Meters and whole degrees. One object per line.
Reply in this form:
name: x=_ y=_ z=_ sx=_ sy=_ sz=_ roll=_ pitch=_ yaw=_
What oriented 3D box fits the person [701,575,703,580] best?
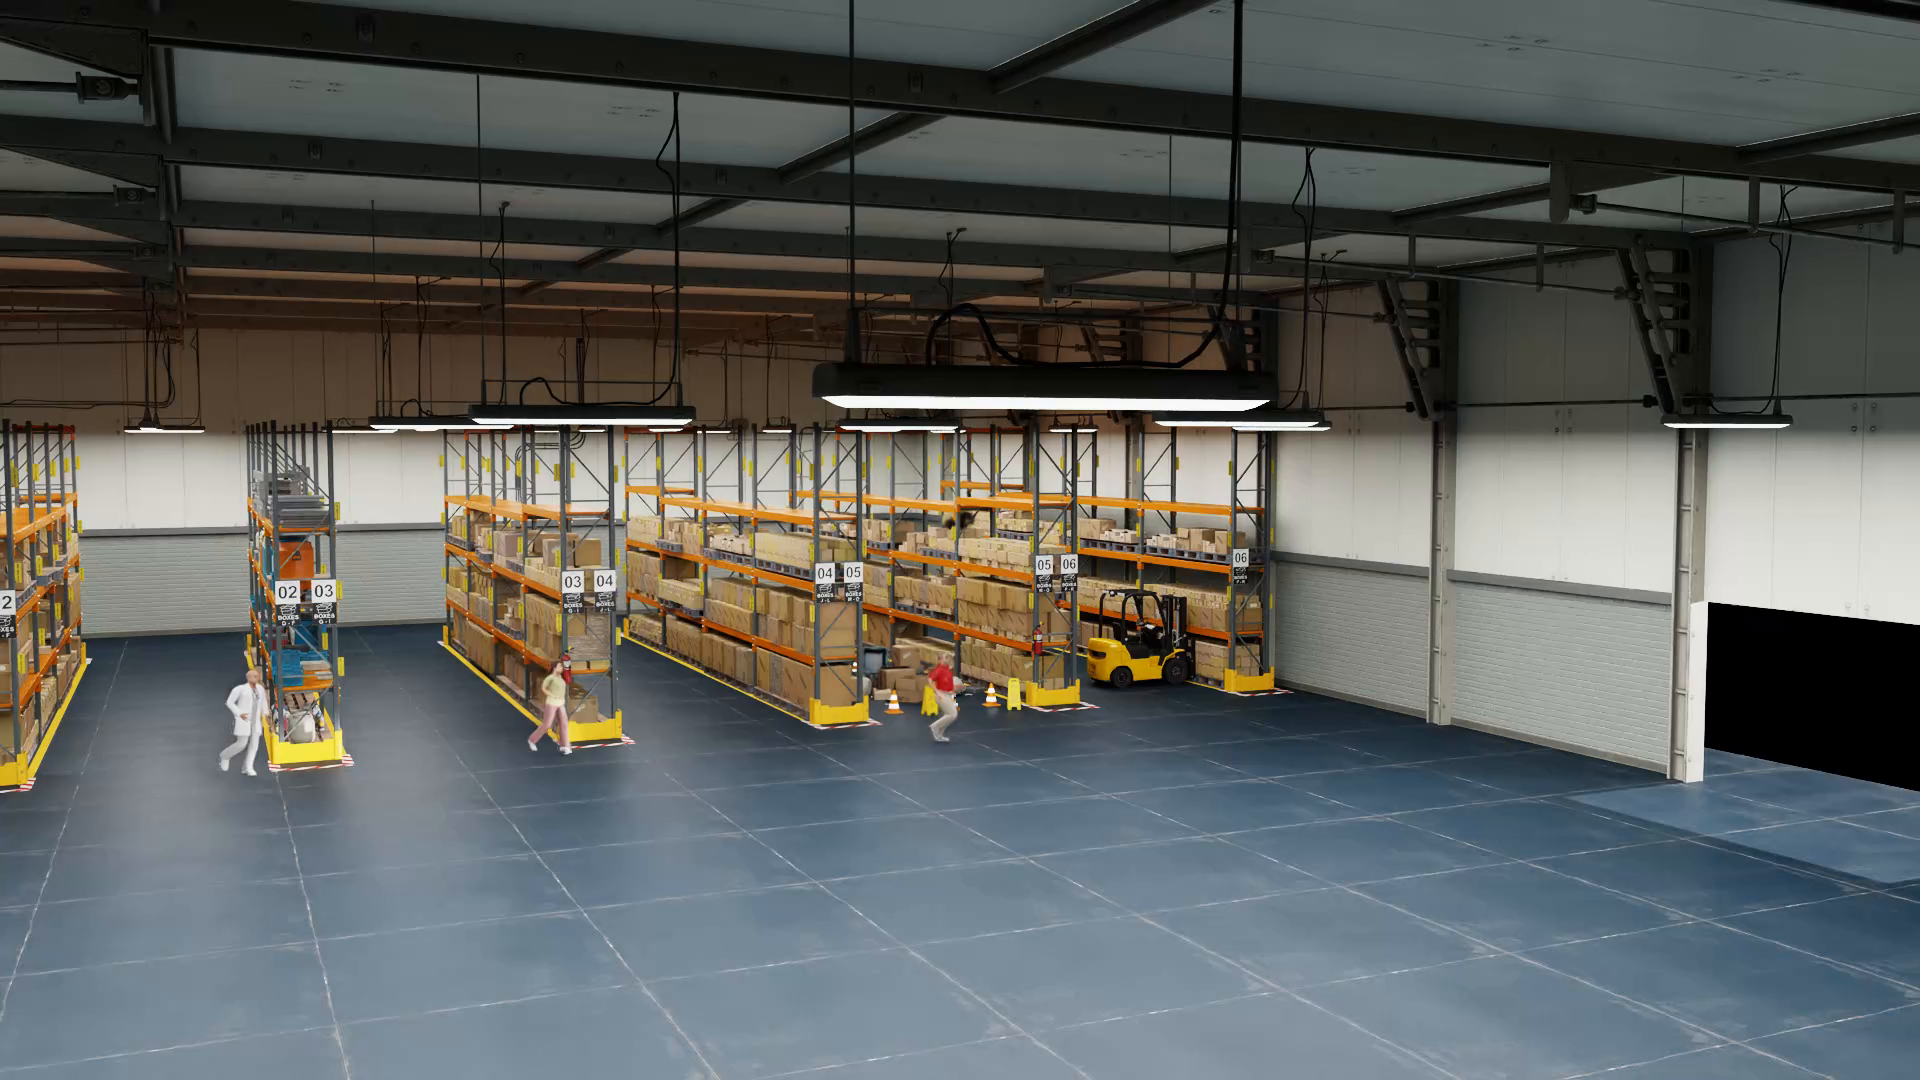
person: x=-7.387 y=1.891 z=47.906 sx=0.566 sy=1.751 sz=0.643 roll=-2 pitch=4 yaw=-24

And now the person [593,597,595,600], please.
person: x=-10.432 y=1.823 z=48.248 sx=0.793 sy=1.729 sz=0.936 roll=2 pitch=4 yaw=33

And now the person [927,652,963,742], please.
person: x=-0.242 y=2.933 z=31.040 sx=0.591 sy=1.676 sz=0.664 roll=1 pitch=4 yaw=16

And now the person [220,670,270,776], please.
person: x=-12.096 y=3.084 z=28.305 sx=0.830 sy=1.739 sz=0.764 roll=2 pitch=4 yaw=31

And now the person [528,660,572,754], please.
person: x=-7.309 y=3.001 z=30.086 sx=0.946 sy=1.648 sz=0.645 roll=2 pitch=4 yaw=27
